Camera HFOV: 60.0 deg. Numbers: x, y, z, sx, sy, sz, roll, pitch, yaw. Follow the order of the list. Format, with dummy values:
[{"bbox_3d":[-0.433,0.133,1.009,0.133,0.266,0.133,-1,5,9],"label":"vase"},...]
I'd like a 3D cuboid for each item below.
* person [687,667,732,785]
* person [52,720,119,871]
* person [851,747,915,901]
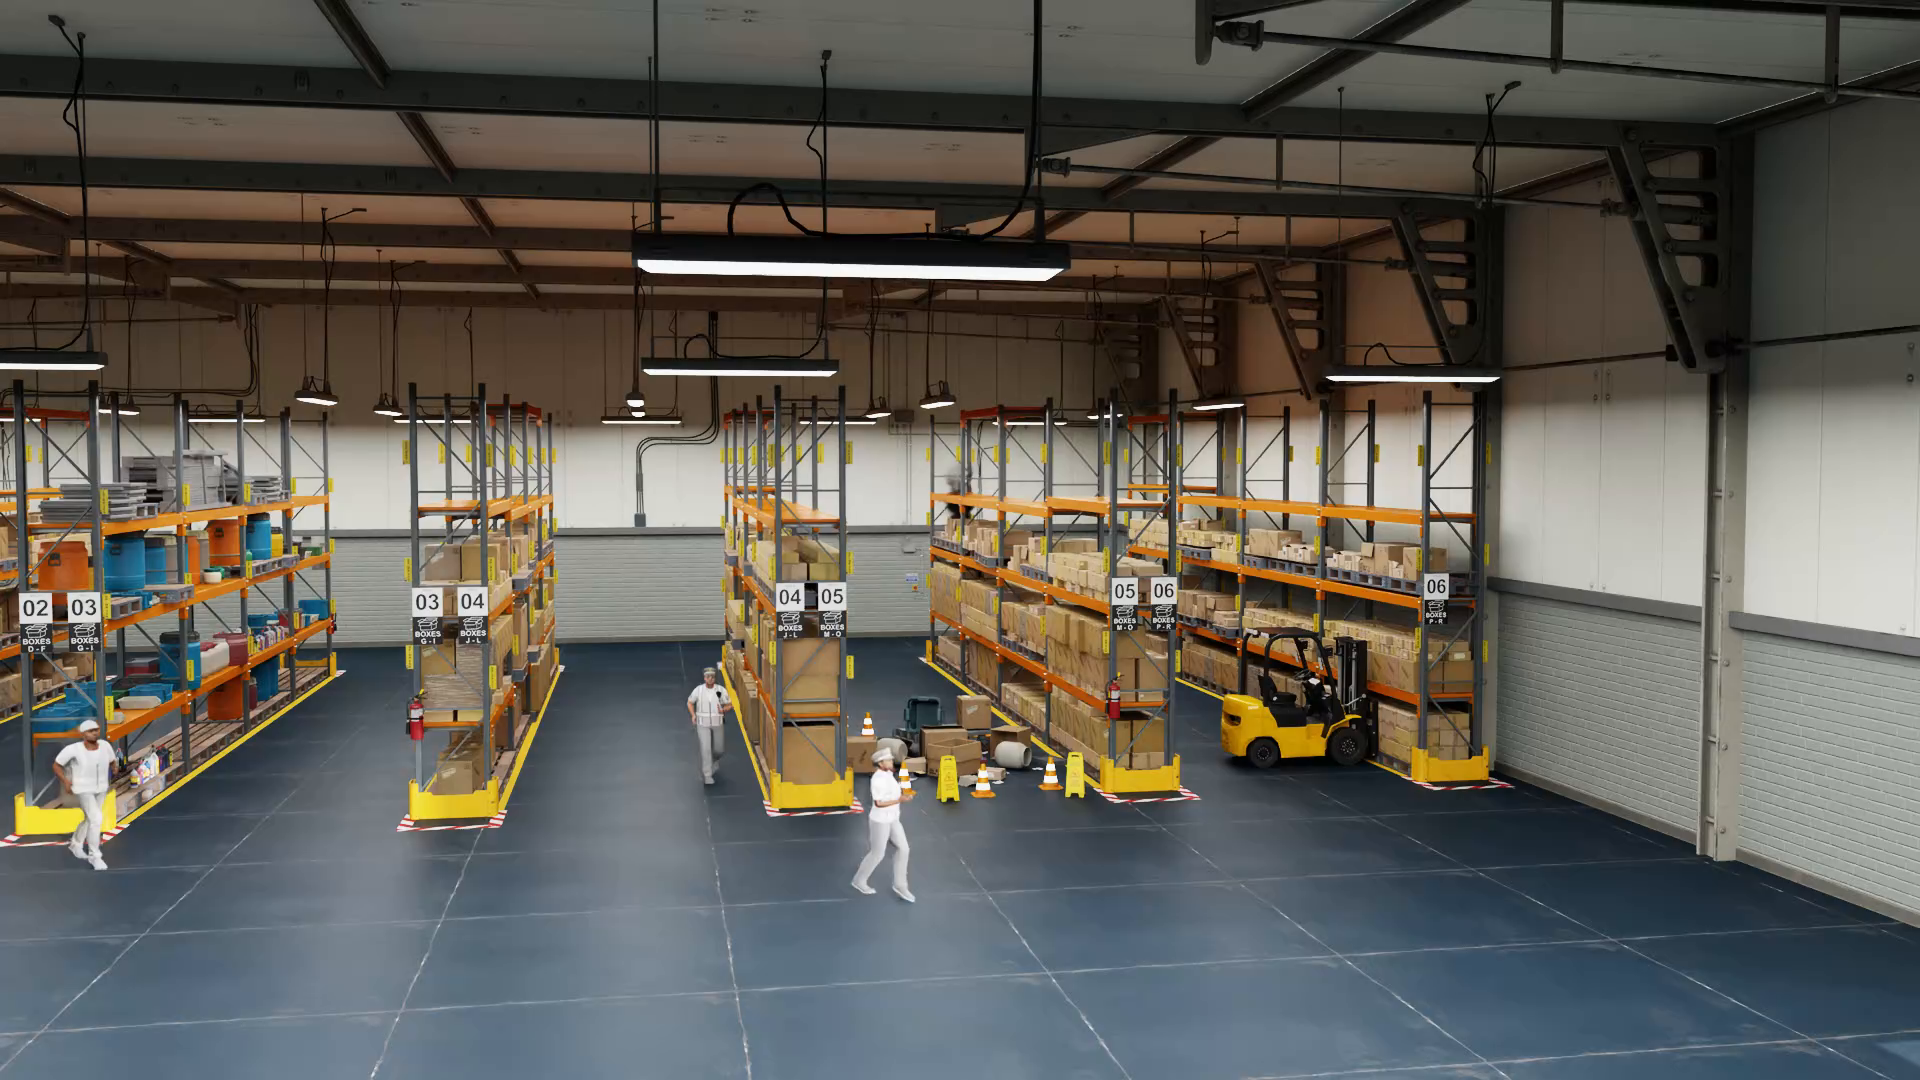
[{"bbox_3d":[-3.860,2.823,25.589,0.654,1.751,0.886,-1,3,-14],"label":"person"},{"bbox_3d":[-10.635,3.092,20.307,0.790,1.820,0.686,1,3,26],"label":"person"},{"bbox_3d":[-0.864,3.199,18.734,0.742,1.754,0.560,1,3,21],"label":"person"}]
